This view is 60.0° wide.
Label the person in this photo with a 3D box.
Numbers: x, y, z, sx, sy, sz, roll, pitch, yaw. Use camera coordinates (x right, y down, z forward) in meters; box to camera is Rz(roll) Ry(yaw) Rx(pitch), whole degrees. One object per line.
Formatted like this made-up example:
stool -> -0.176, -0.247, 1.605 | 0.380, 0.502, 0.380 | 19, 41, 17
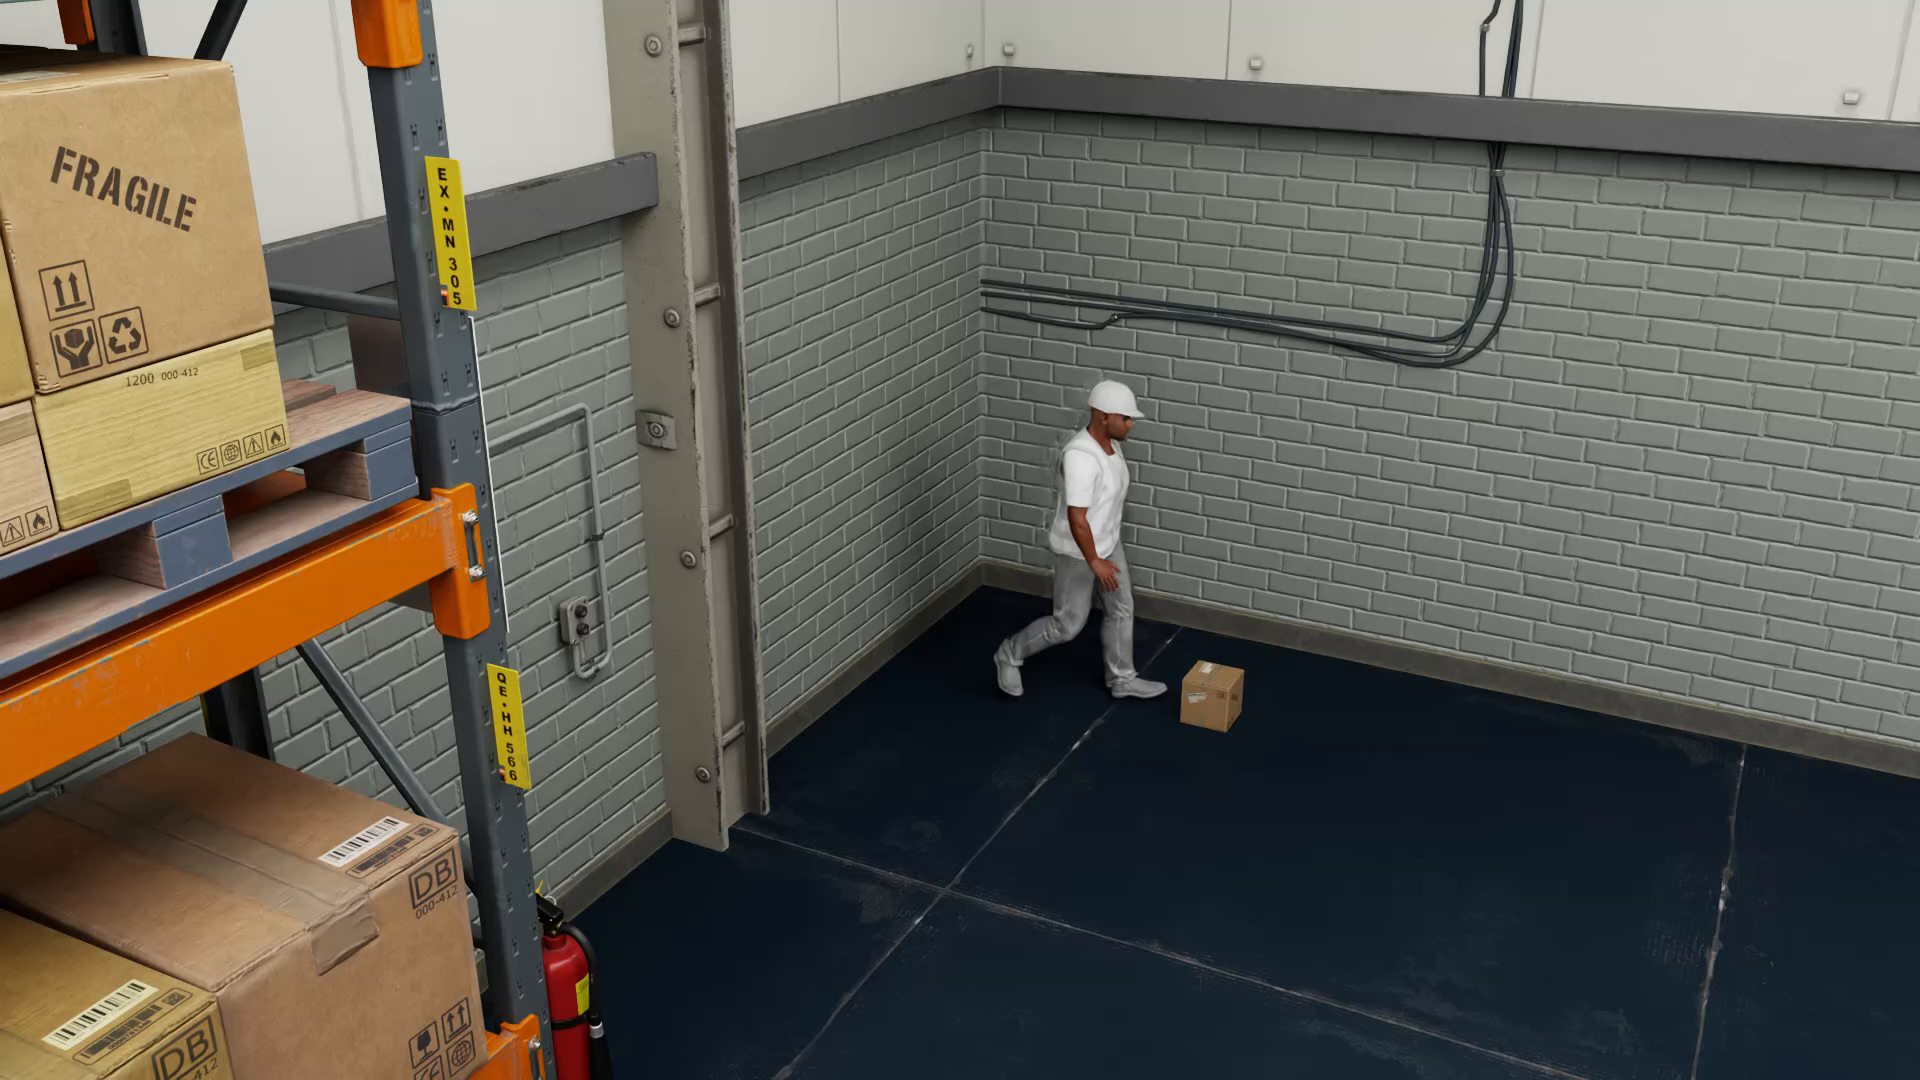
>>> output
person -> 0.624, 0.027, 8.497 | 0.890, 1.750, 0.582 | 11, 25, 25
